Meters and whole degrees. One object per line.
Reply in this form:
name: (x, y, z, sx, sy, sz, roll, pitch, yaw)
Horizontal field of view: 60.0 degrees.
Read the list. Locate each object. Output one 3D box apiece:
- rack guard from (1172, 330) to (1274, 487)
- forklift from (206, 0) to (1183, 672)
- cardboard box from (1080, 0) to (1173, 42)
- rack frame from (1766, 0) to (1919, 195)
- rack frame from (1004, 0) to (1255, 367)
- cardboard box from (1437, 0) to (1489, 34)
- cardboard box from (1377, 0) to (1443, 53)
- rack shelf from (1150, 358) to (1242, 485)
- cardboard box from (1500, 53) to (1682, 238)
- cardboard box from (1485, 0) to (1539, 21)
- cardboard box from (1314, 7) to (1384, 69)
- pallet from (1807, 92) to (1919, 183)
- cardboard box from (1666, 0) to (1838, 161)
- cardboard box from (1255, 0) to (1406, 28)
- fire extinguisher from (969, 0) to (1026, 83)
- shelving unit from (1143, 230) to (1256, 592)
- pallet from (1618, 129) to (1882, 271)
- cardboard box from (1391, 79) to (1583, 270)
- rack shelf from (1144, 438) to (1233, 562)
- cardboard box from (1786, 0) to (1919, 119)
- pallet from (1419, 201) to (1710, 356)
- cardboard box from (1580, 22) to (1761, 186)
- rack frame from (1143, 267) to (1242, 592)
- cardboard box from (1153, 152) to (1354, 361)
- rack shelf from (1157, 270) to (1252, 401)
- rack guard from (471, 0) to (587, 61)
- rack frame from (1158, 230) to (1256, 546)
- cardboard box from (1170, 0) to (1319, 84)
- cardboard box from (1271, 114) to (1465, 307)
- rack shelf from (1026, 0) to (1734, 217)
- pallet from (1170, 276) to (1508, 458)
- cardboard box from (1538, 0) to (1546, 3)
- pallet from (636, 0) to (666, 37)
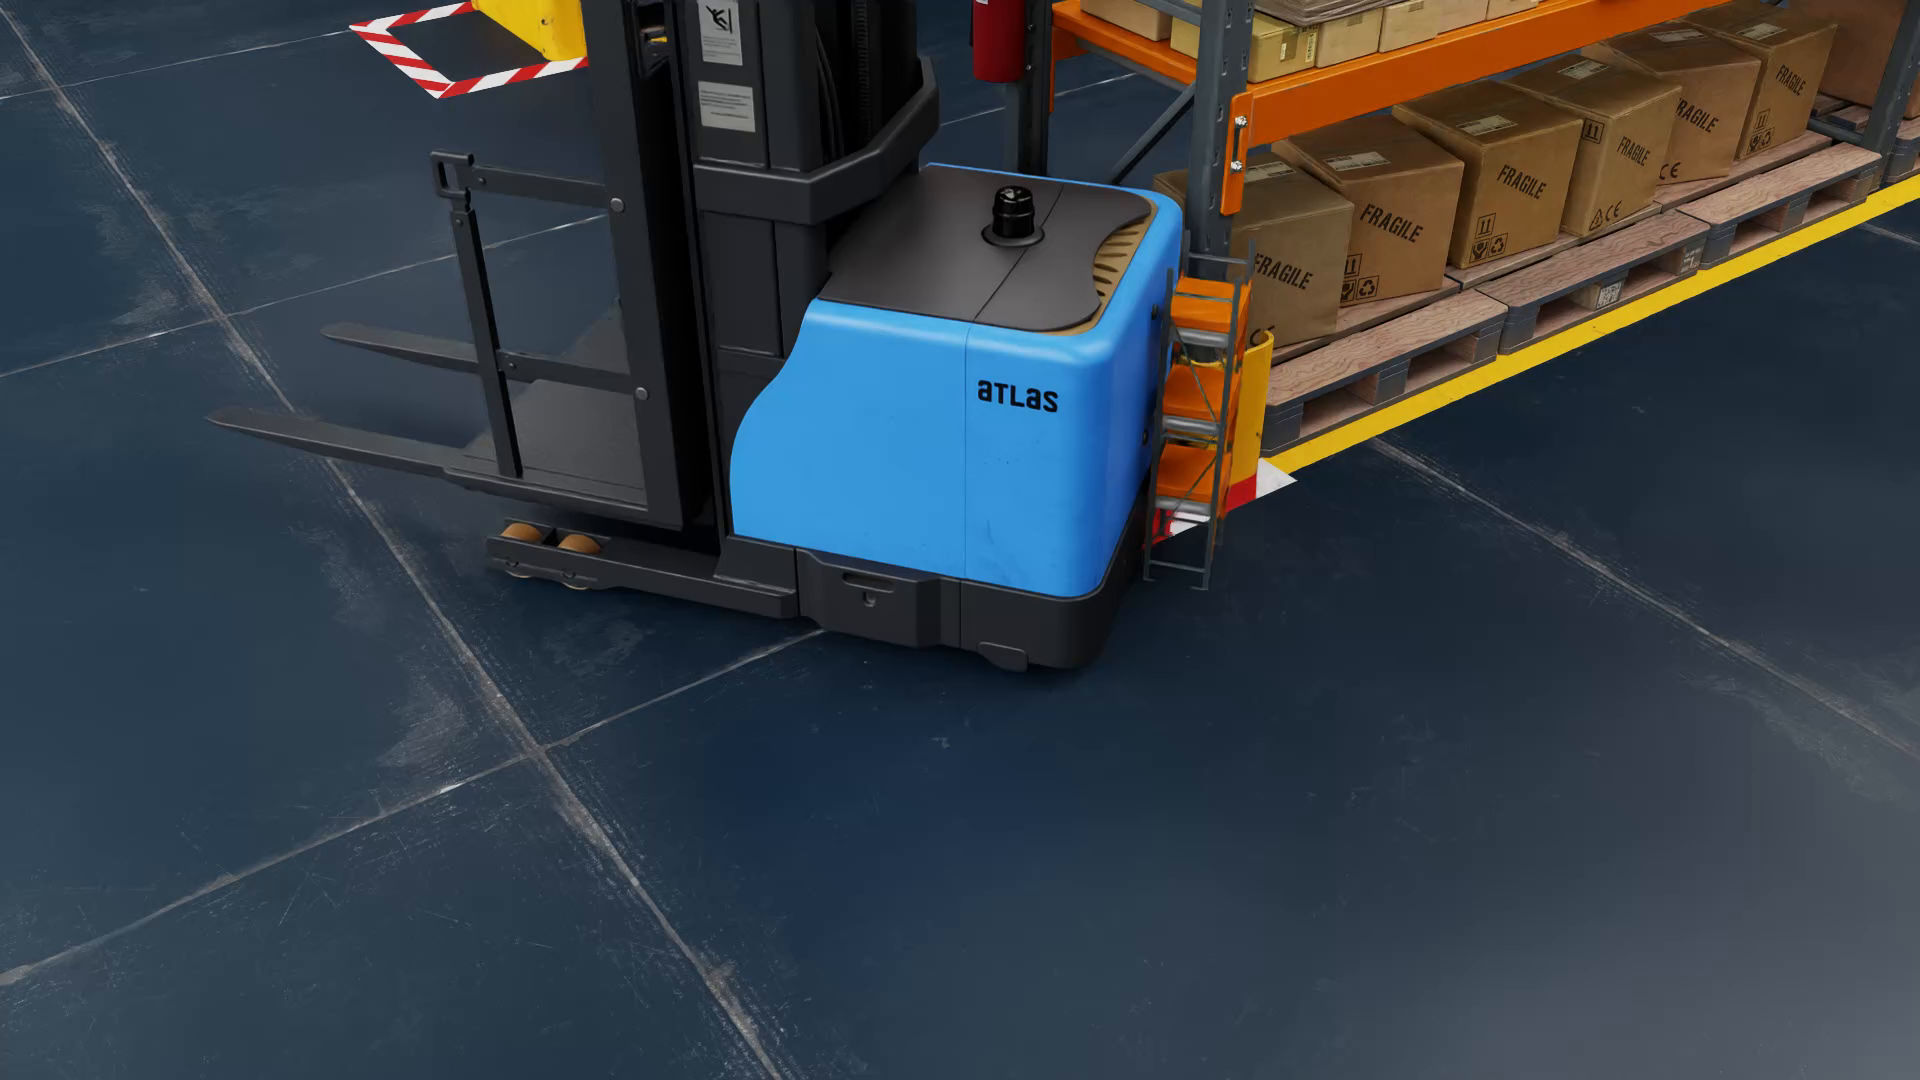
rack guard: (0.548, -0.657, 5.736, 0.348, 0.500, 1.175, -22, 41, -28)
forklift: (-0.918, -1.320, 4.575, 3.031, 2.935, 1.130, 11, 37, 14)
cardboard box: (0.599, -1.739, 5.314, 0.250, 0.149, 0.380, -22, 41, -28)
rack frame: (3.755, -2.992, 6.841, 0.127, 3.000, 1.000, -22, 41, -28)
rack frame: (0.485, -1.647, 4.971, 0.127, 3.000, 1.000, -22, 41, -28)
cardboard box: (1.476, -1.773, 5.361, 0.250, 0.149, 0.380, -22, 41, -28)
cardboard box: (1.284, -1.679, 5.230, 0.250, 0.149, 0.380, -22, 41, -28)
rack shelf: (0.690, -0.348, 4.853, 0.215, 0.259, 0.240, 10, 37, 14)
cardboard box: (2.479, -1.590, 6.673, 0.500, 0.500, 0.500, -26, 43, -32)
cardboard box: (1.685, -1.853, 5.473, 0.250, 0.149, 0.380, -22, 41, -28)
cardboard box: (1.071, -1.602, 5.123, 0.250, 0.149, 0.380, -22, 41, -28)
pallet: (4.391, -2.123, 8.021, 1.213, 0.211, 1.003, -22, 41, -28)
cardboard box: (3.405, -2.032, 7.288, 0.500, 0.500, 0.500, -24, 42, -29)
cardboard box: (0.951, -1.980, 5.094, 0.500, 0.500, 0.875, -22, 41, -28)
fire extinguisher: (0.126, -1.797, 5.245, 0.183, 0.674, 0.296, -22, 41, -28)
shelving unit: (0.690, -0.357, 4.846, 0.215, 1.050, 0.252, 10, 37, 14)
pallet: (3.226, -1.617, 7.318, 1.213, 0.211, 1.003, -22, 41, -28)
cardboard box: (1.997, -1.423, 6.441, 0.500, 0.500, 0.500, -18, 40, -24)
rack shelf: (0.690, -0.122, 5.015, 0.215, 0.259, 0.240, 10, 37, 14)
cardboard box: (4.269, -2.352, 7.716, 0.500, 0.500, 0.700, -26, 43, -31)
pallet: (2.228, -1.205, 6.744, 1.213, 0.211, 1.003, -22, 41, -28)
cardboard box: (2.941, -1.836, 7.015, 0.500, 0.500, 0.500, -10, 37, -14)
rack frame: (0.654, -0.288, 4.752, 0.200, 1.050, 0.008, 10, 37, 14)
cardboard box: (1.005, -1.004, 5.859, 0.500, 0.500, 0.500, -15, 38, -20)
rack shelf: (0.690, -0.578, 4.687, 0.215, 0.259, 0.240, 10, 37, 14)
rack guard: (-2.333, -3.044, 9.054, 0.348, 0.500, 1.175, -22, 41, -28)
rack frame: (0.726, -0.425, 4.941, 0.200, 1.050, 0.008, 10, 37, 14)
cardboard box: (0.856, -1.527, 5.019, 0.250, 0.149, 0.380, -22, 41, -28)
cardboard box: (1.474, -1.222, 6.161, 0.500, 0.500, 0.500, -12, 37, -16)
rack shelf: (2.120, -2.027, 6.116, 4.000, 0.370, 1.077, -22, 41, -28)
pallet: (1.232, -0.797, 6.177, 1.213, 0.211, 1.003, -22, 41, -28)
cardboard box: (1.874, -1.950, 5.608, 0.250, 0.149, 0.380, -22, 41, -28)
pallet: (-1.666, -3.197, 9.515, 1.213, 0.211, 1.003, -22, 41, -28)
